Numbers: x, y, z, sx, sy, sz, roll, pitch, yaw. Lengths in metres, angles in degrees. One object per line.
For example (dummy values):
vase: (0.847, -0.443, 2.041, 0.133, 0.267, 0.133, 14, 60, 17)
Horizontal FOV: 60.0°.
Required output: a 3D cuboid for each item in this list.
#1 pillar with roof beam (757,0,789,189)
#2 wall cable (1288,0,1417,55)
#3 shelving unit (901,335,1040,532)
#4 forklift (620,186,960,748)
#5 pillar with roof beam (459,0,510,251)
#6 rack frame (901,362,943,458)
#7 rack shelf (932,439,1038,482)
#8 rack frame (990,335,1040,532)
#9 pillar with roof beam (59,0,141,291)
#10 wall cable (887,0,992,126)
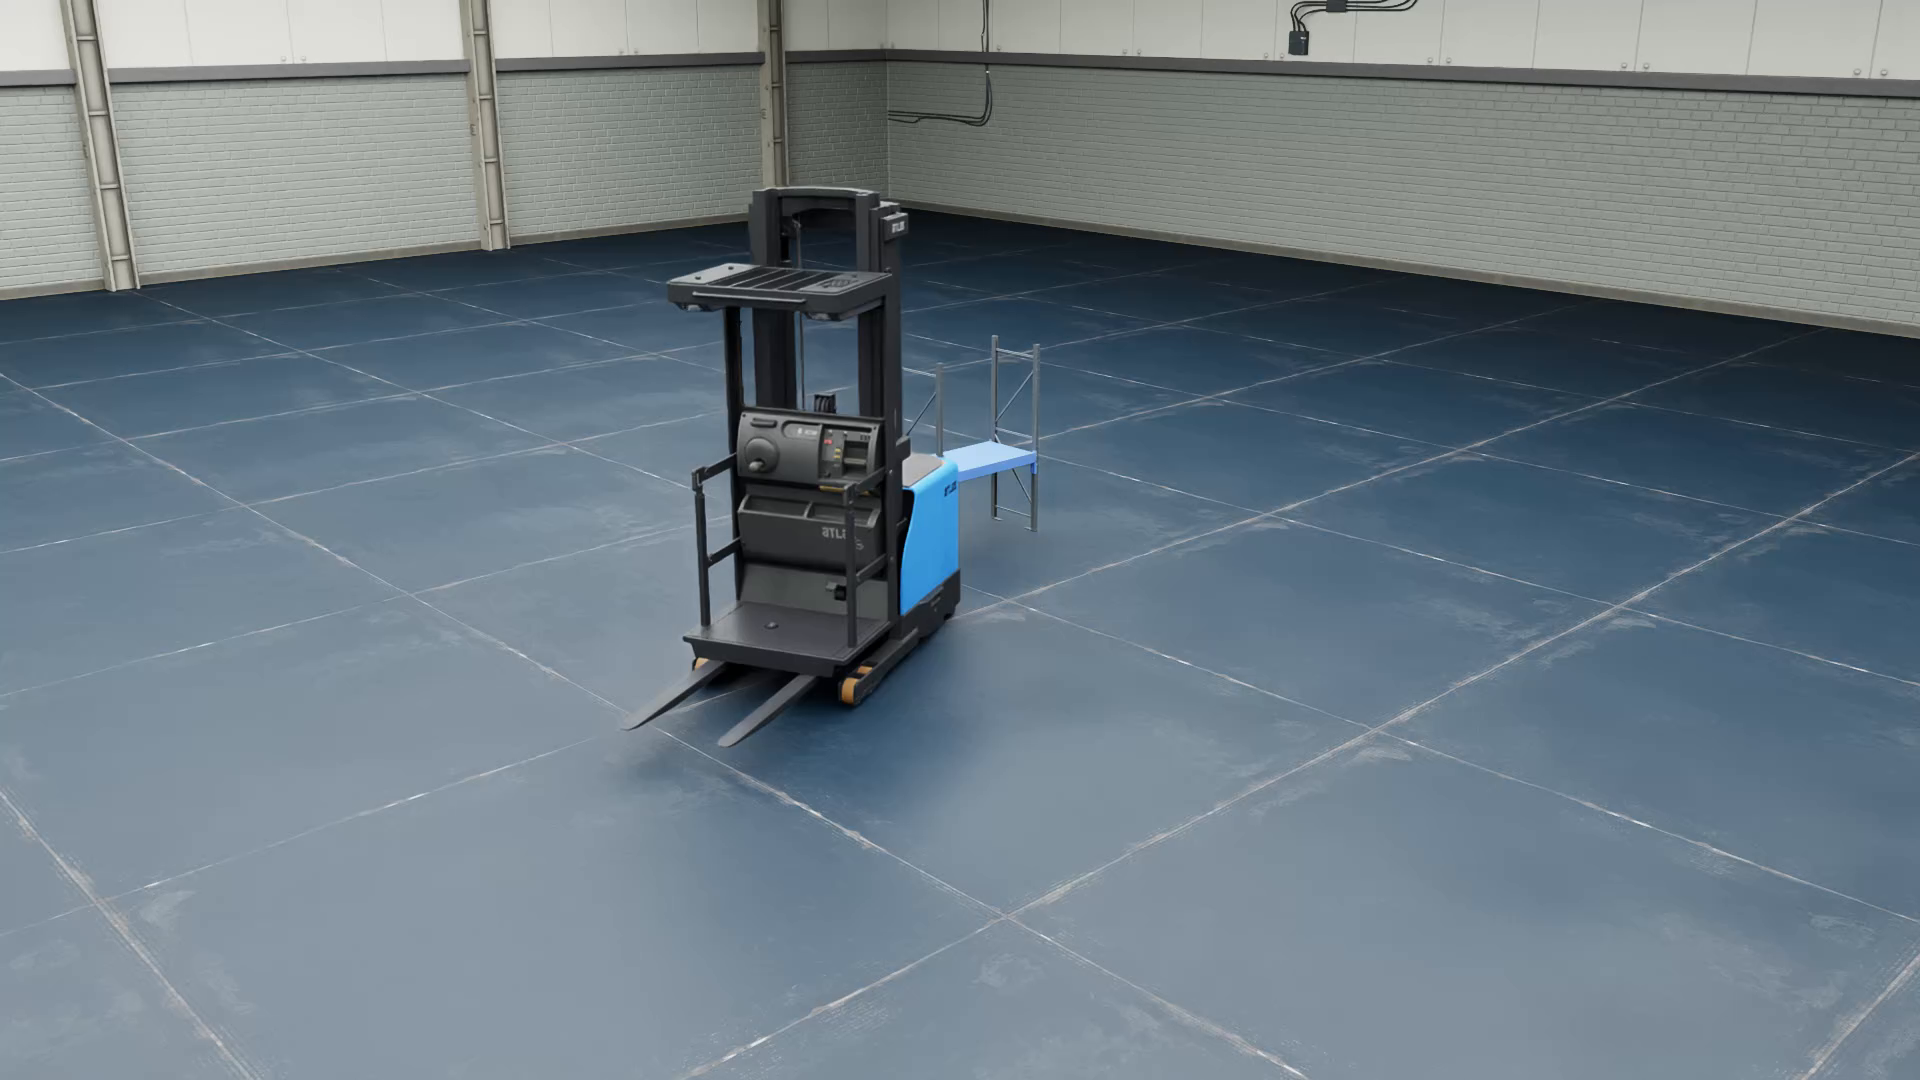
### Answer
pillar with roof beam: (-0.575, -9.540, 27.818, 0.400, 9.000, 9.100, -16, 24, -41)
wall cable: (6.027, -10.319, 24.708, 0.169, 6.003, 2.305, -16, 24, -41)
shelving unit: (0.062, -0.732, 12.809, 1.048, 1.500, 0.538, -16, 24, -41)
forklift: (-1.004, -0.551, 9.931, 1.130, 2.935, 3.031, 7, 19, 20)
pillar with roof beam: (-4.935, -8.268, 23.896, 0.400, 9.000, 9.100, -16, 24, -41)
rack frame: (-0.307, -0.624, 12.477, 0.032, 1.500, 0.500, -16, 24, -41)
rack shelf: (0.062, -0.560, 12.865, 1.000, 0.185, 0.538, -16, 24, -41)
rack frame: (0.431, -0.839, 13.141, 0.032, 1.500, 0.500, -16, 24, -41)
pillar with roof beam: (-9.294, -6.997, 19.975, 0.400, 9.000, 9.100, -16, 24, -41)
wall cable: (-0.484, -9.355, 32.283, 0.112, 2.526, 3.097, -16, 24, -41)
